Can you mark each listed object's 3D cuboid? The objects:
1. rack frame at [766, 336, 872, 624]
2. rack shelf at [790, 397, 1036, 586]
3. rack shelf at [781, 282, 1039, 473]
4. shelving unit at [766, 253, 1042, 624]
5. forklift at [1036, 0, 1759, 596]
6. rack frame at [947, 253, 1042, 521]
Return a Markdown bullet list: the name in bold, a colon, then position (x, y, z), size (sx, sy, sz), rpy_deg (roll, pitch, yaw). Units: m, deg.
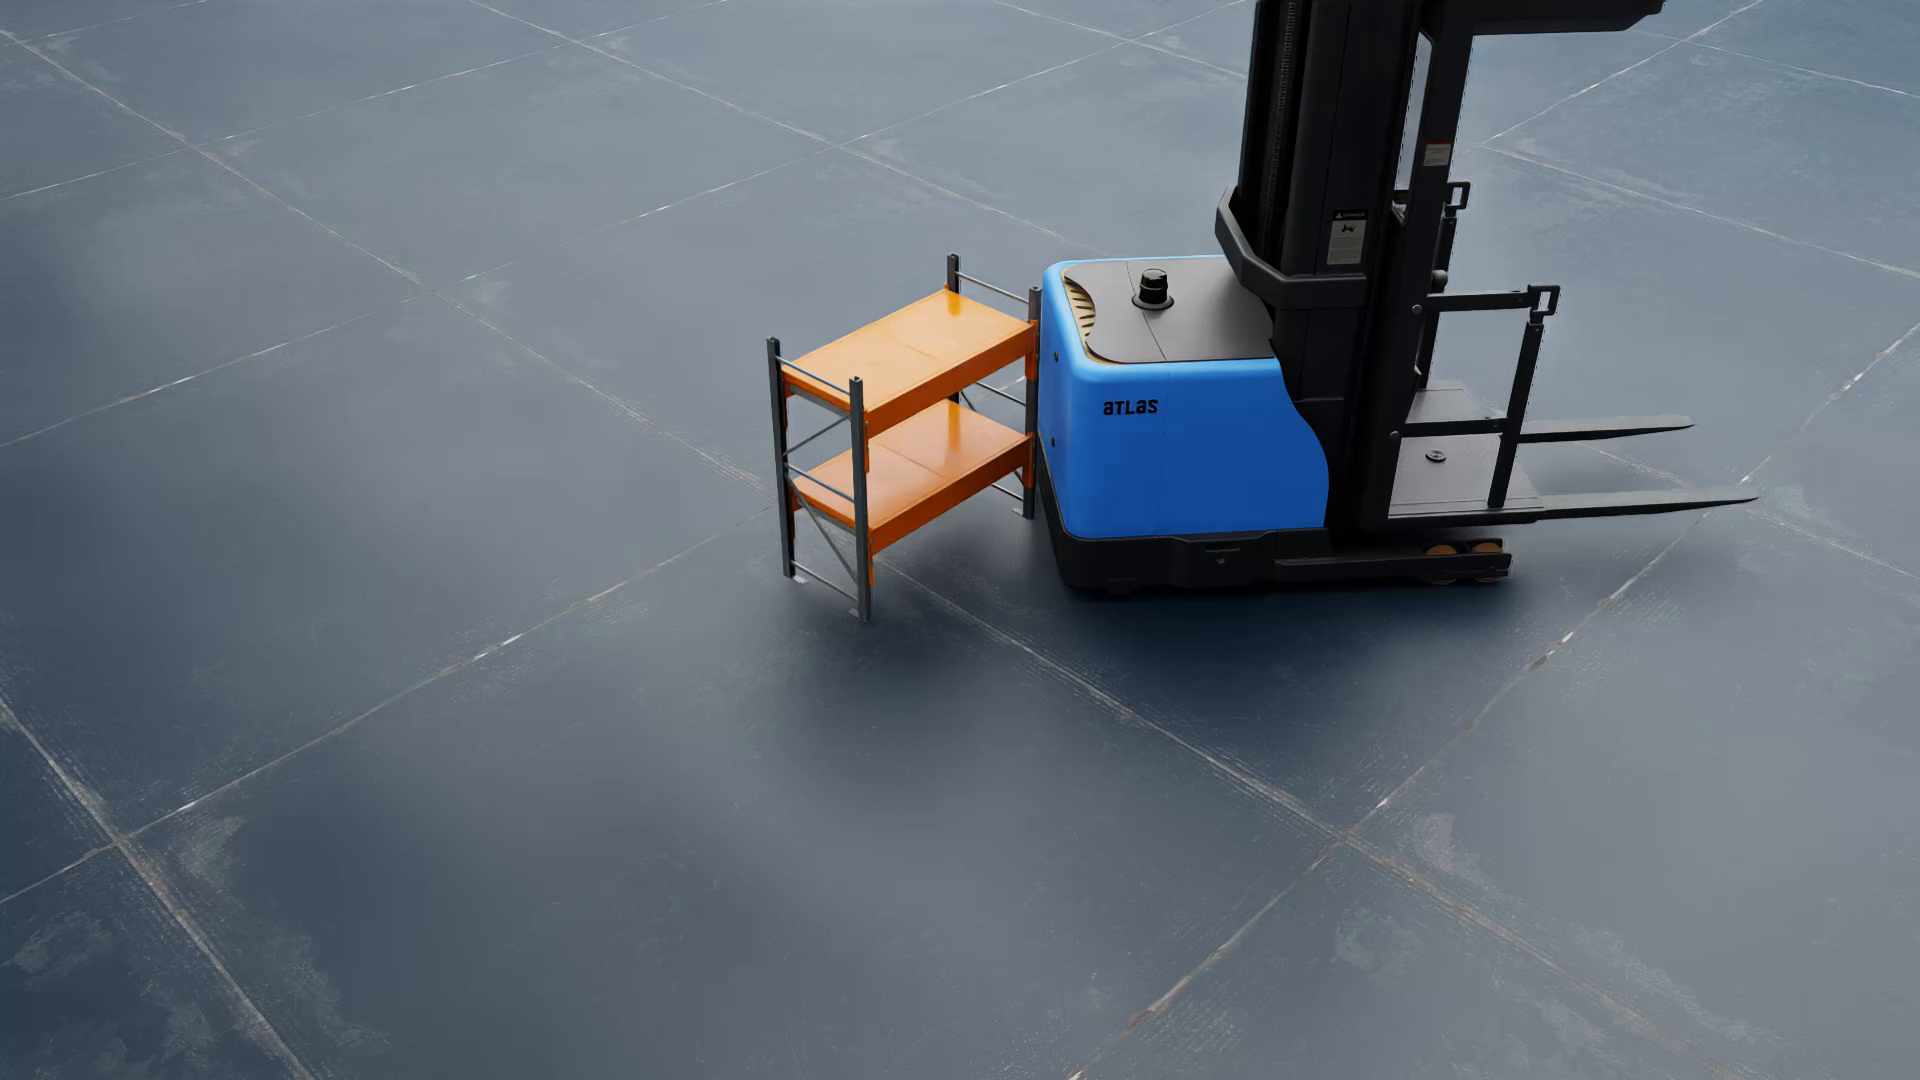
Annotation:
- **rack frame**: position (-0.552, -0.223, 6.586), size (0.500, 1.125, 0.032), rpy_deg (28, 44, 34)
- **rack shelf**: position (-0.207, -0.236, 7.032), size (0.538, 0.278, 1.000), rpy_deg (28, 44, 34)
- **rack shelf**: position (-0.207, -0.676, 6.725), size (0.538, 0.278, 1.000), rpy_deg (28, 44, 34)
- **shelving unit**: position (-0.207, -0.436, 6.892), size (0.538, 1.125, 1.048), rpy_deg (28, 44, 34)
- **forklift**: position (1.887, -1.314, 6.572), size (3.031, 2.935, 1.130), rpy_deg (-3, 35, -4)
- **rack frame**: position (0.138, -0.650, 7.199), size (0.500, 1.125, 0.032), rpy_deg (28, 44, 34)
